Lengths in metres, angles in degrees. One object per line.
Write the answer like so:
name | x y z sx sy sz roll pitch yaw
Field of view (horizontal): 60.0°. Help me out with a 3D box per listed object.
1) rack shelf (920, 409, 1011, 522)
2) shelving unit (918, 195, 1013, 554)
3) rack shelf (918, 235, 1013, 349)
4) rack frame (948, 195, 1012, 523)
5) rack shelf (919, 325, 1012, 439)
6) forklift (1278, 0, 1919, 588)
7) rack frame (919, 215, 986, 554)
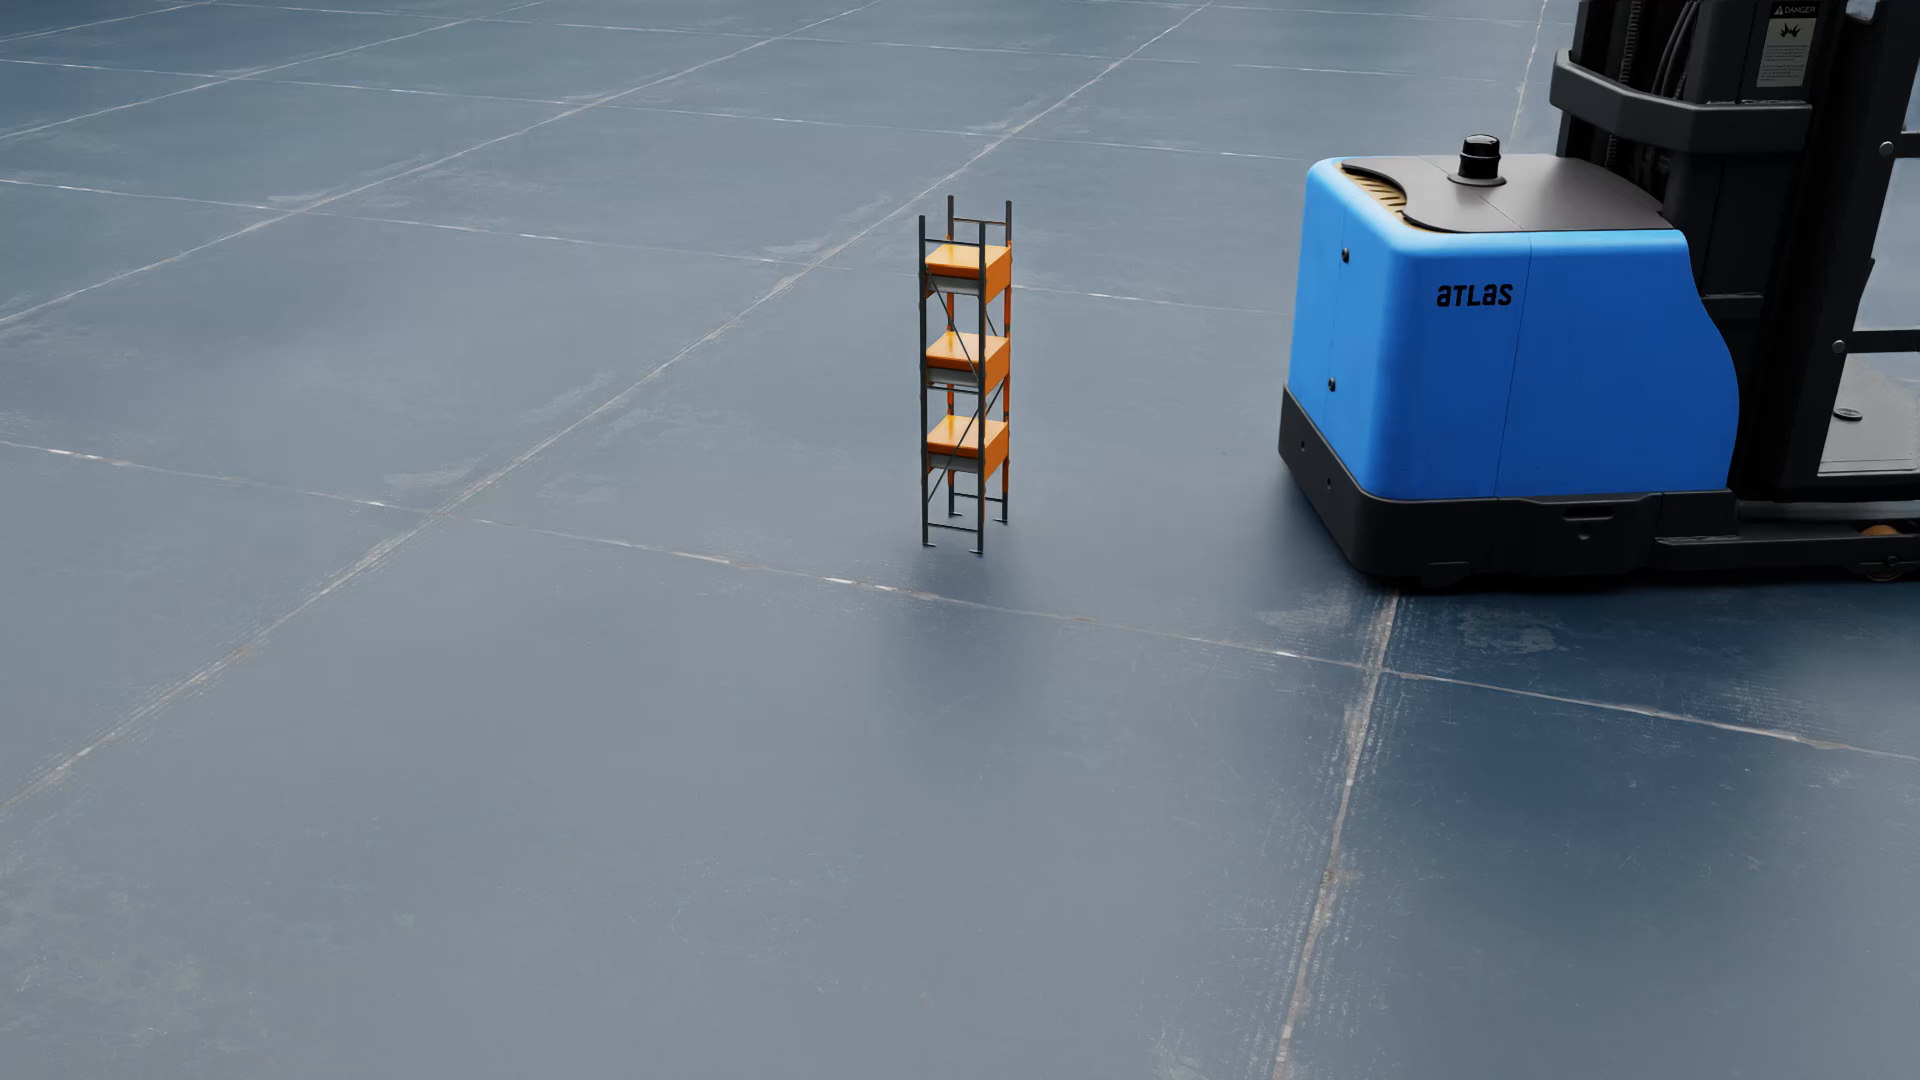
rack shelf | 0.018 -0.235 5.192 0.215 0.259 0.240 9 27 17
shelving unit | 0.018 -0.495 5.067 0.215 1.050 0.252 9 27 17
rack shelf | 0.018 -0.740 4.948 0.215 0.259 0.240 9 27 17
rack frame | 0.058 -0.545 5.170 0.200 1.050 0.008 9 27 17
rack shelf | 0.018 -0.485 5.071 0.215 0.259 0.240 9 27 17
forklift | 2.636 -1.423 4.826 3.031 2.935 1.130 -2 26 -4
rack frame | -0.023 -0.444 4.963 0.200 1.050 0.008 9 27 17
